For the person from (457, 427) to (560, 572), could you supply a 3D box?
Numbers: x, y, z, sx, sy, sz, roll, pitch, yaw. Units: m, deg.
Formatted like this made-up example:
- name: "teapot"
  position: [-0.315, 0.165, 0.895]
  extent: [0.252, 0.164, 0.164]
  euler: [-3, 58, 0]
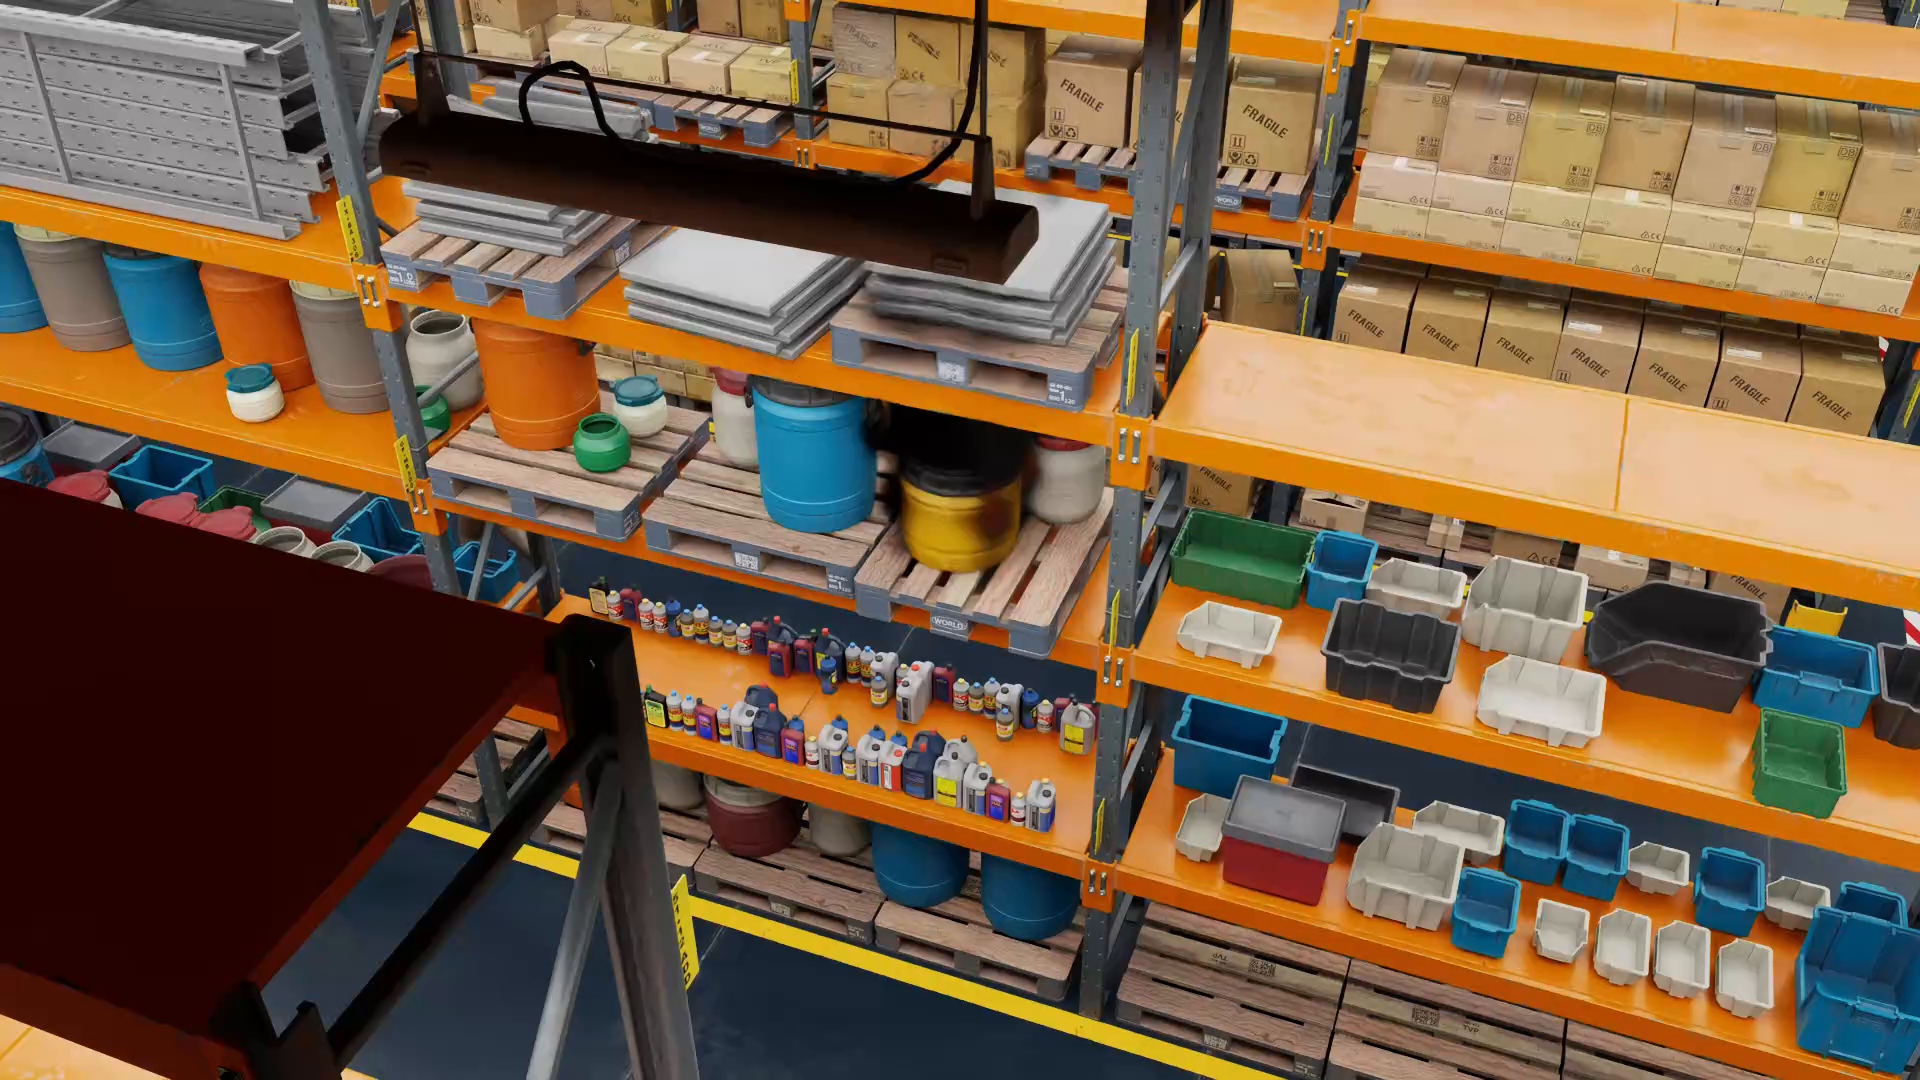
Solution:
- name: "person"
  position: [-3.547, -0.352, 12.361]
  extent: [0.918, 1.715, 0.658]
  euler: [13, 38, 16]
